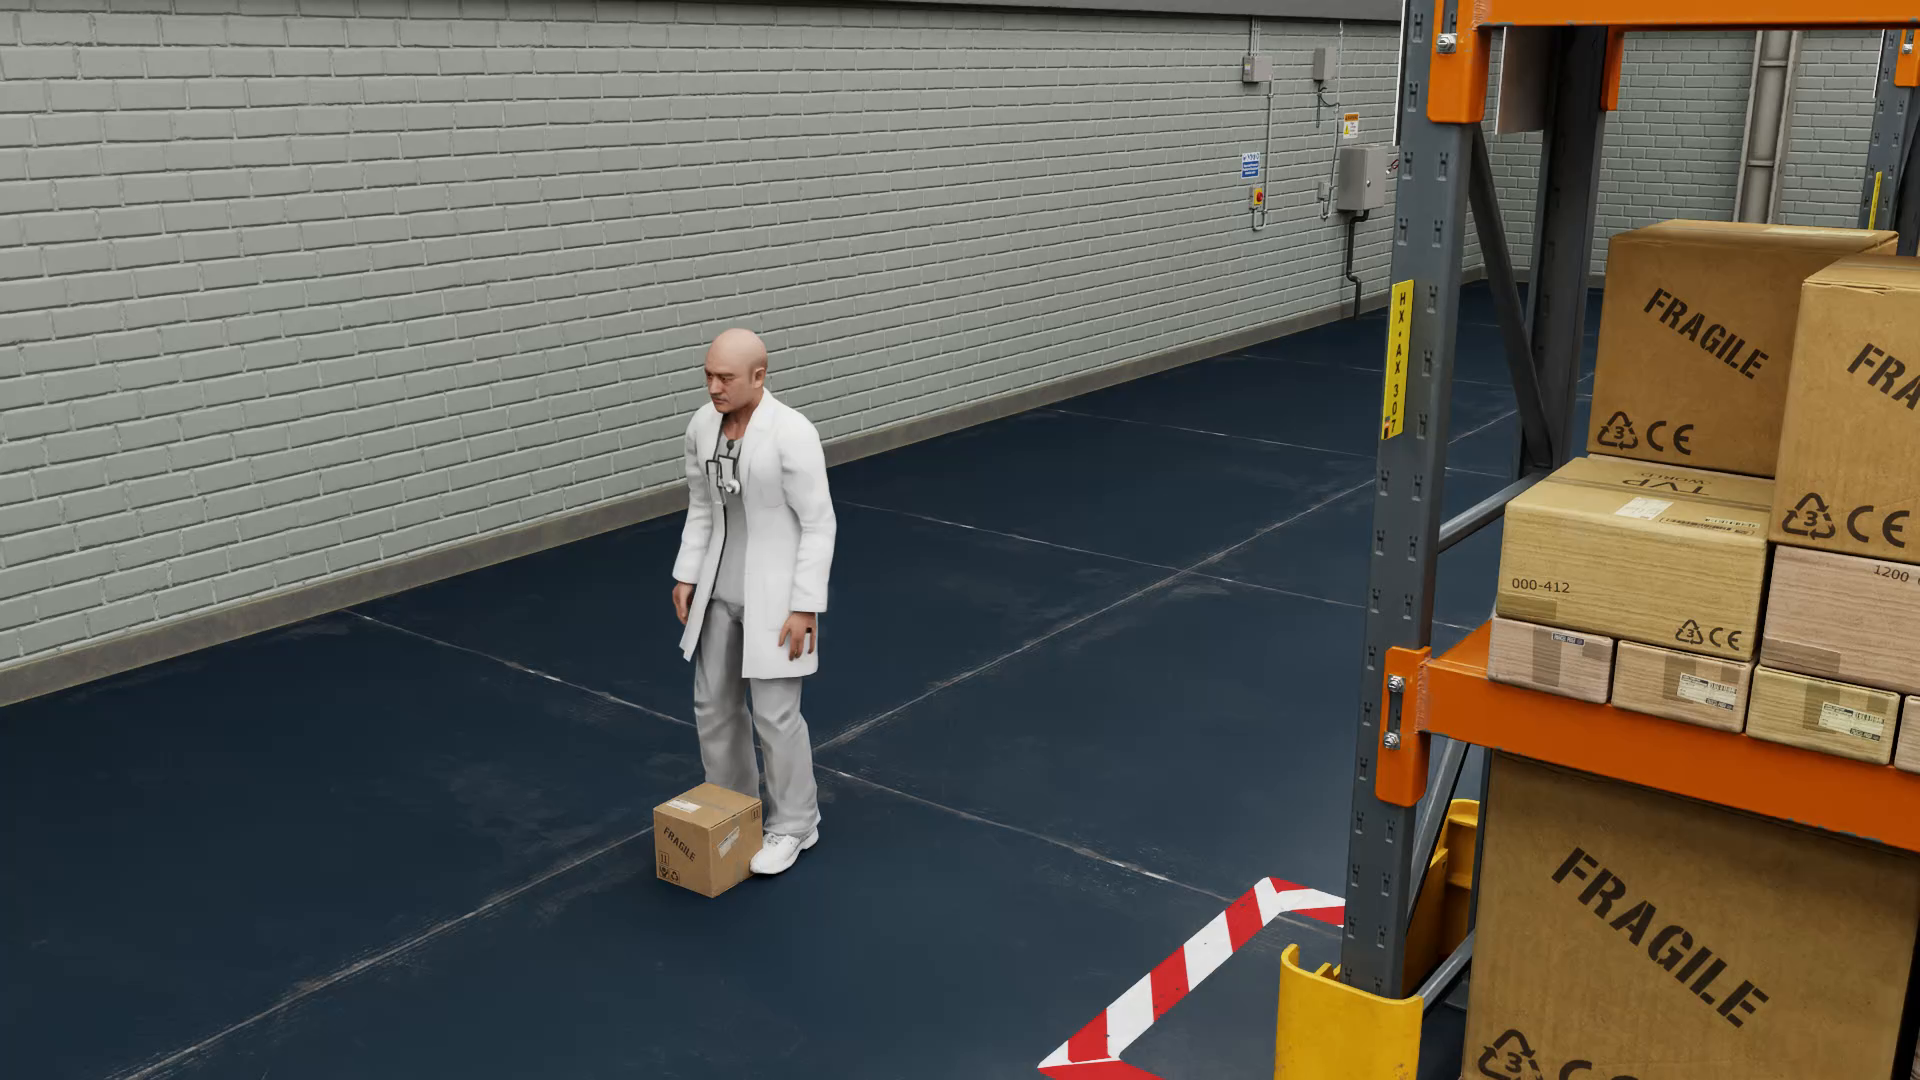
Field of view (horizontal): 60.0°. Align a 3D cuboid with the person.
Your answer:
[{"bbox_3d":[-0.679,0.189,5.417,0.643,1.774,0.423,12,20,35],"label":"person"}]
